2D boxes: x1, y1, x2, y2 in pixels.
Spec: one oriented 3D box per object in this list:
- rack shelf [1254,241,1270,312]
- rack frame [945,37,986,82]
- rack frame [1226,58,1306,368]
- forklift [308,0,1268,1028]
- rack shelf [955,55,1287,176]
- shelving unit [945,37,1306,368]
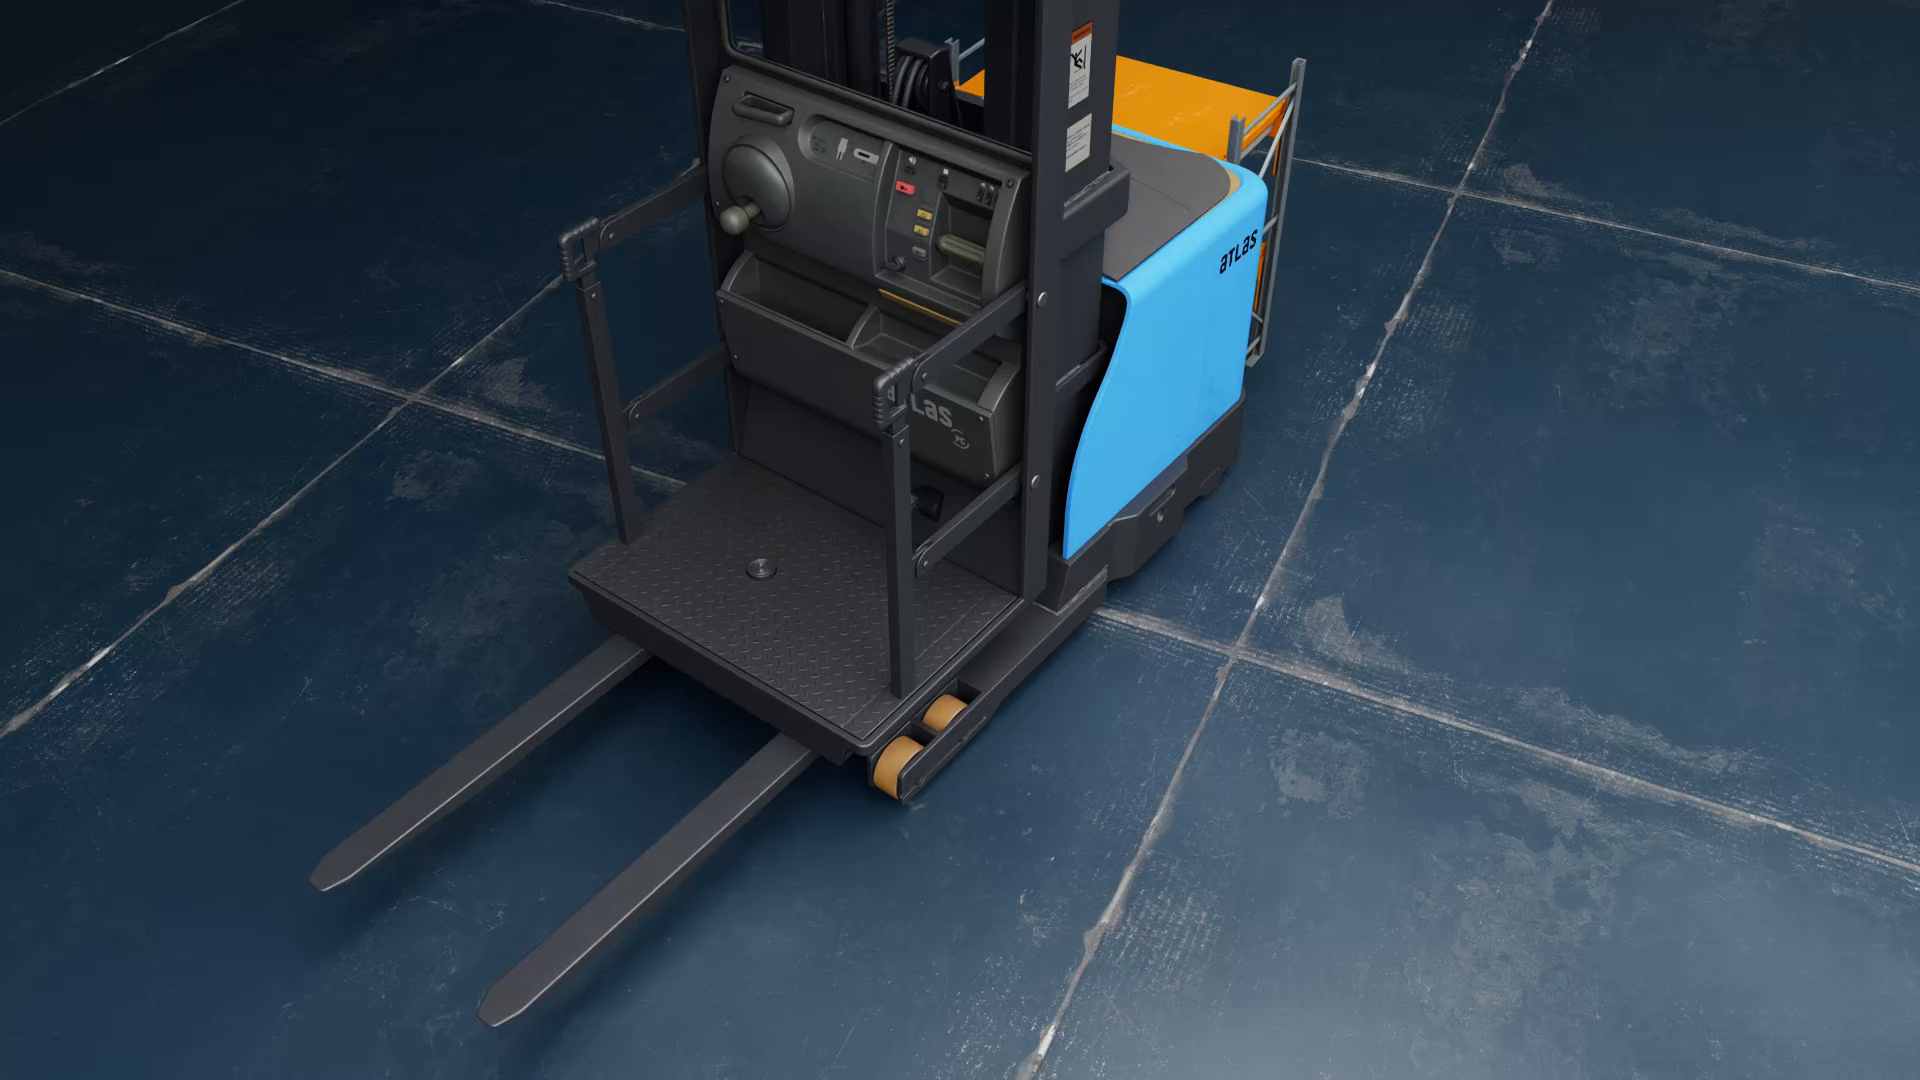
[{"bbox_3d":[0.528,-0.965,5.877,1.000,0.278,0.538,22,46,24],"label":"rack shelf"},{"bbox_3d":[0.098,-1.327,5.923,0.032,1.125,0.500,22,46,24],"label":"rack frame"},{"bbox_3d":[0.958,-0.972,5.512,0.032,1.125,0.500,22,46,24],"label":"rack frame"},{"bbox_3d":[-0.378,-0.783,3.915,1.130,2.935,3.031,27,47,27],"label":"forklift"},{"bbox_3d":[0.528,-1.371,5.526,1.000,0.278,0.538,22,46,24],"label":"rack shelf"},{"bbox_3d":[0.528,-1.149,5.717,1.048,1.125,0.538,22,46,24],"label":"shelving unit"}]
